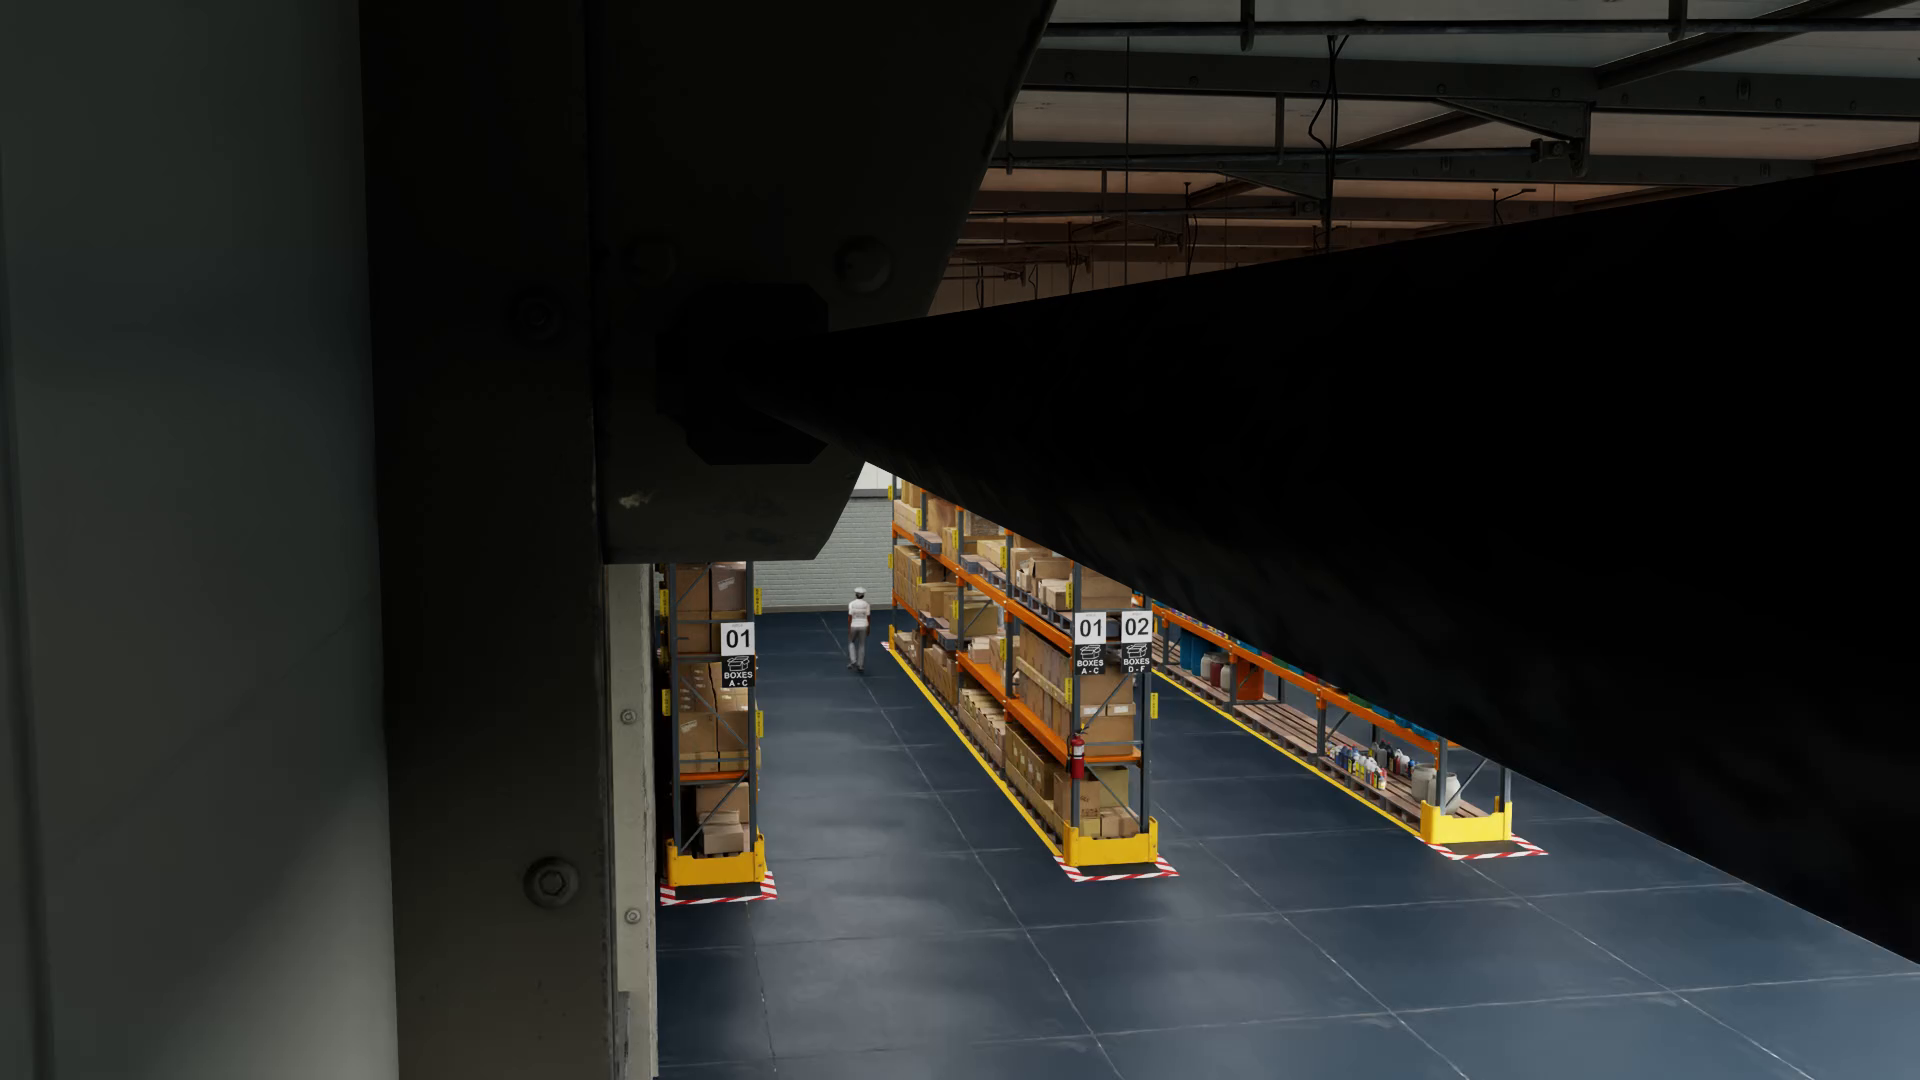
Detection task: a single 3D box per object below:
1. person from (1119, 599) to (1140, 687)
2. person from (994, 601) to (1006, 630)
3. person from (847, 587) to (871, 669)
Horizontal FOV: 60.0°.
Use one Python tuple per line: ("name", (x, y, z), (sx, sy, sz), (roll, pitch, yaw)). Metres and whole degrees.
("person", (3.319, 2.018, 31.790), (0.545, 1.791, 0.904), (0, 6, -1))
("person", (0.809, 1.459, 37.121), (0.588, 1.720, 1.084), (-1, 6, -13))
("person", (-2.072, 1.814, 34.080), (0.490, 1.693, 0.423), (-1, 6, -5))
